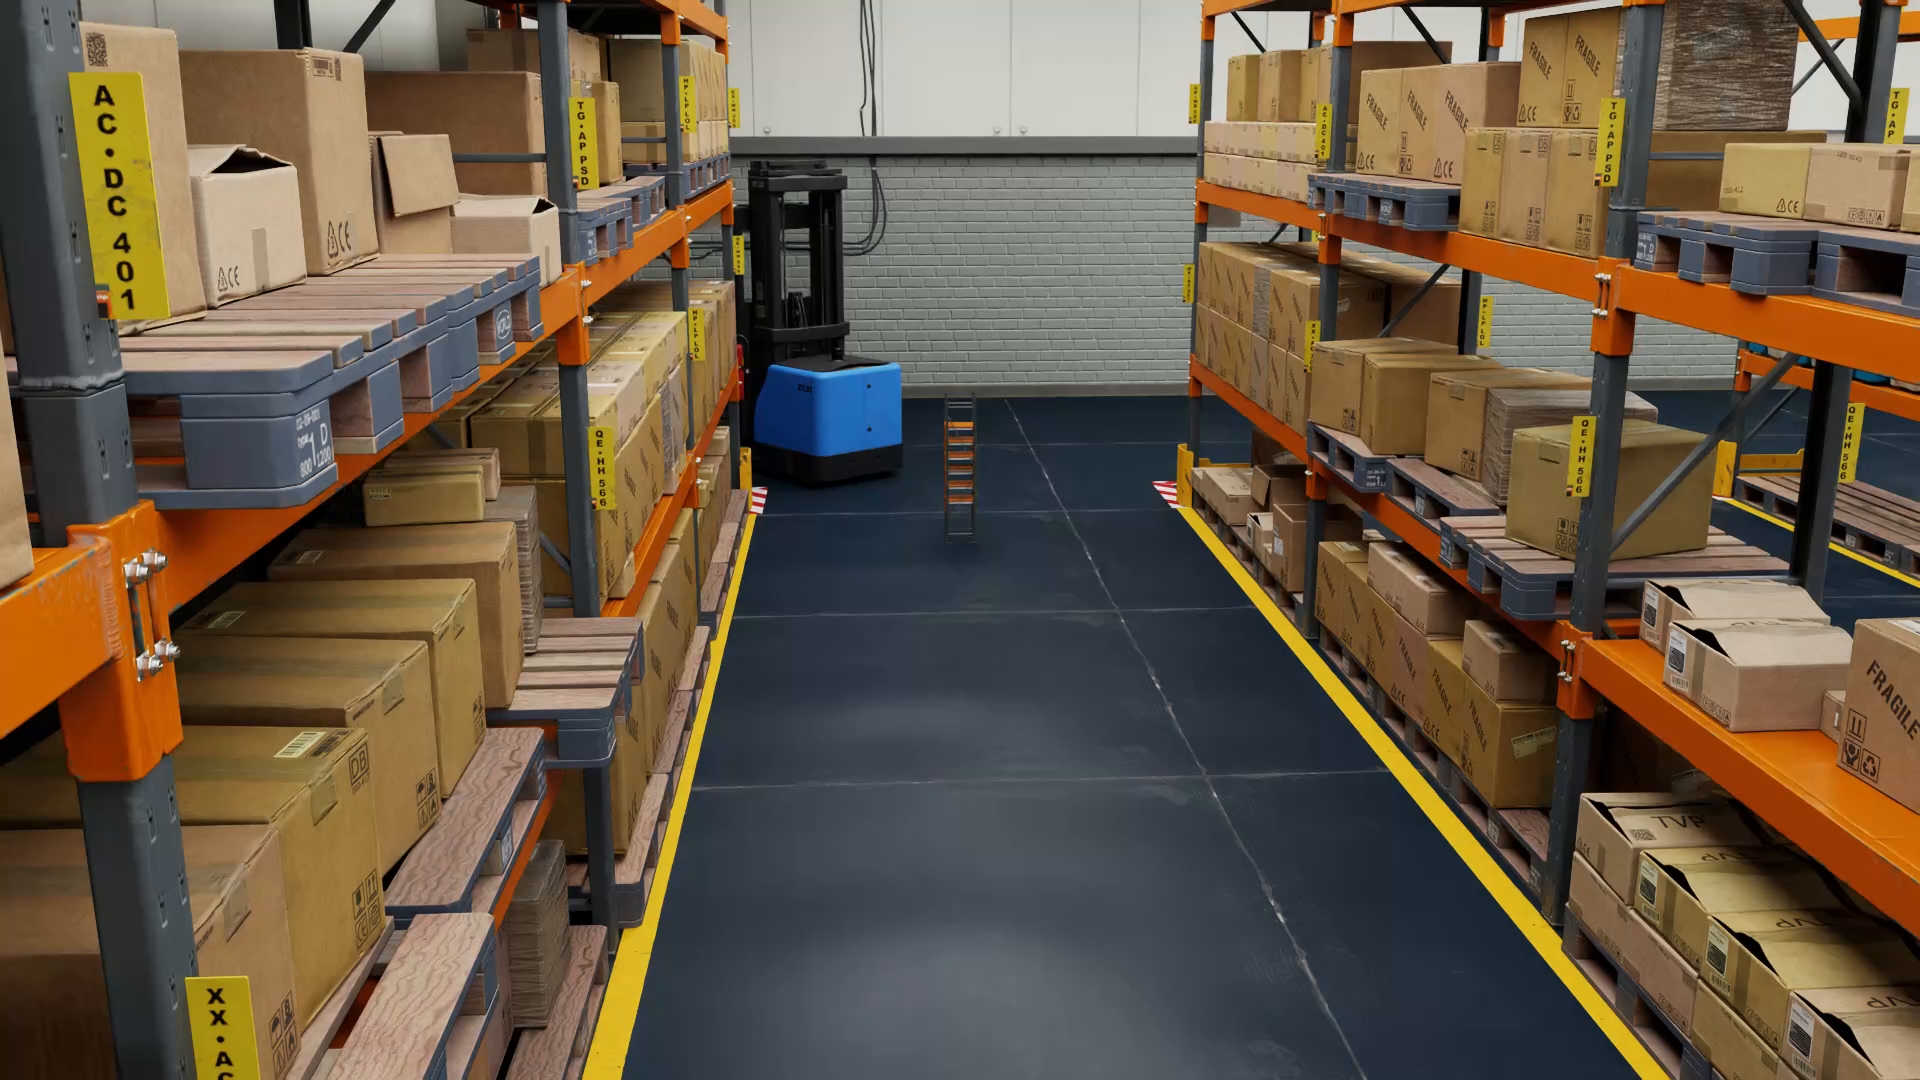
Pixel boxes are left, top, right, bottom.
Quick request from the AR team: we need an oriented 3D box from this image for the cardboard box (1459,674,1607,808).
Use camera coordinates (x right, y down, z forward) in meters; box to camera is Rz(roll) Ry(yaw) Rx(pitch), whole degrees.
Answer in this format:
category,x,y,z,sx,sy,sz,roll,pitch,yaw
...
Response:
category,x,y,z,sx,sy,sz,roll,pitch,yaw
cardboard box,2.728,0.949,7.952,0.500,0.500,0.500,0,14,-1

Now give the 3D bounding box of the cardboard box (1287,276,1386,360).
category,x,y,z,sx,sy,sz,roll,pitch,yaw
cardboard box,2.483,-1.469,11.008,0.500,0.500,0.500,-1,14,-3

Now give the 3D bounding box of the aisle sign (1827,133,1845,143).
category,x,y,z,sx,sy,sz,roll,pitch,yaw
aisle sign,7.757,-3.166,14.595,0.394,0.787,0.004,-1,14,-3

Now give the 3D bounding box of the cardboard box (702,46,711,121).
category,x,y,z,sx,sy,sz,roll,pitch,yaw
cardboard box,-2.010,-3.164,11.537,0.500,0.500,0.500,-1,14,-3

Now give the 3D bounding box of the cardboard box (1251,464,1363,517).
category,x,y,z,sx,sy,sz,roll,pitch,yaw
cardboard box,2.651,-0.286,12.744,0.797,0.503,0.637,-1,14,-3

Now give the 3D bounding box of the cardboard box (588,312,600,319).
category,x,y,z,sx,sy,sz,roll,pitch,yaw
cardboard box,-2.403,-1.184,9.765,0.500,0.250,0.500,0,14,-2

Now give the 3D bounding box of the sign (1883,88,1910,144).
category,x,y,z,sx,sy,sz,roll,pitch,yaw
sign,3.575,-1.568,6.383,0.100,0.325,0.005,-1,14,-3

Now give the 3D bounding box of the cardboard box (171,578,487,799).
category,x,y,z,sx,sy,sz,roll,pitch,yaw
cardboard box,-1.785,0.423,4.781,0.700,0.500,0.500,-1,14,-3

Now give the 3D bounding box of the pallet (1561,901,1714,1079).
category,x,y,z,sx,sy,sz,roll,pitch,yaw
pallet,3.032,1.736,6.355,1.003,0.211,1.213,-1,14,-3

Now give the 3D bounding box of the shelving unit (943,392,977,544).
category,x,y,z,sx,sy,sz,roll,pitch,yaw
shelving unit,0.001,-0.577,13.363,0.258,1.200,0.189,-1,14,-3

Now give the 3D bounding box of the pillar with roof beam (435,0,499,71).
category,x,y,z,sx,sy,sz,roll,pitch,yaw
pillar with roof beam,1.219,-3.870,10.506,9.100,9.000,0.400,-1,14,-3

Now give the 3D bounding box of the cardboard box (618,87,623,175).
category,x,y,z,sx,sy,sz,roll,pitch,yaw
cardboard box,-2.227,-2.231,9.073,0.700,0.500,0.500,-2,15,-6

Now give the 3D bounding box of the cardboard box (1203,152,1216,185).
category,x,y,z,sx,sy,sz,roll,pitch,yaw
cardboard box,2.303,-3.058,13.671,0.500,0.250,0.500,-1,14,-3

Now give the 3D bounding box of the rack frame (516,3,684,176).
category,x,y,z,sx,sy,sz,roll,pitch,yaw
rack frame,-2.171,-3.642,9.623,1.000,3.000,0.127,-1,14,-3

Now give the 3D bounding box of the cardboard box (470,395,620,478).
category,x,y,z,sx,sy,sz,roll,pitch,yaw
cardboard box,-1.696,-0.432,6.841,0.500,0.250,0.500,-1,14,-2

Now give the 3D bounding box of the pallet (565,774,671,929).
category,x,y,z,sx,sy,sz,roll,pitch,yaw
pallet,-1.897,1.411,7.619,1.003,0.211,1.213,-1,14,-3

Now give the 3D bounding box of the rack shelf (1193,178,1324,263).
category,x,y,z,sx,sy,sz,roll,pitch,yaw
rack shelf,2.649,-2.416,12.321,1.077,0.370,4.000,-1,14,-3

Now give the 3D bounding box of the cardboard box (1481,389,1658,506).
category,x,y,z,sx,sy,sz,roll,pitch,yaw
cardboard box,3.003,-0.457,8.238,0.700,0.500,0.500,2,15,7

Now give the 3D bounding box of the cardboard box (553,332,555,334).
category,x,y,z,sx,sy,sz,roll,pitch,yaw
cardboard box,-2.364,-1.054,9.260,0.500,0.250,0.500,-1,14,-3

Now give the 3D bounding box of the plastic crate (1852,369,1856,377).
category,x,y,z,sx,sy,sz,roll,pitch,yaw
plastic crate,7.237,-1.439,13.314,0.416,0.233,0.300,-1,14,-3

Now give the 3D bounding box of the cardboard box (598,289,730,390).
category,x,y,z,sx,sy,sz,roll,pitch,yaw
cardboard box,-2.322,-1.570,13.005,0.980,0.700,0.700,-1,14,-4

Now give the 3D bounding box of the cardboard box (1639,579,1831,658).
category,x,y,z,sx,sy,sz,roll,pitch,yaw
cardboard box,2.999,0.315,6.462,0.500,0.311,0.500,0,14,0

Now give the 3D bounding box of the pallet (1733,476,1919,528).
category,x,y,z,sx,sy,sz,roll,pitch,yaw
pallet,7.481,-0.329,14.380,1.003,0.211,1.213,-1,14,-3

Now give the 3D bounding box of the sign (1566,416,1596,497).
category,x,y,z,sx,sy,sz,roll,pitch,yaw
sign,2.479,-0.331,6.629,0.100,0.325,0.005,-1,14,-3

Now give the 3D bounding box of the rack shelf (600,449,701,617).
category,x,y,z,sx,sy,sz,roll,pitch,yaw
rack shelf,-2.048,0.109,8.527,1.077,0.370,4.000,-1,14,-3

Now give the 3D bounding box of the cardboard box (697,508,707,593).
category,x,y,z,sx,sy,sz,roll,pitch,yaw
cardboard box,-2.115,0.083,11.359,0.700,0.500,0.500,-1,14,-3

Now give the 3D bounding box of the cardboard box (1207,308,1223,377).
category,x,y,z,sx,sy,sz,roll,pitch,yaw
cardboard box,2.326,-1.615,13.583,0.500,0.500,0.500,-1,14,-4

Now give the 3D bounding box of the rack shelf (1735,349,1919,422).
category,x,y,z,sx,sy,sz,roll,pitch,yaw
rack shelf,7.593,-1.039,12.988,1.077,0.370,4.000,-1,14,-3

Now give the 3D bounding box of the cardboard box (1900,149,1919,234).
category,x,y,z,sx,sy,sz,roll,pitch,yaw
cardboard box,3.179,-1.018,4.903,0.500,0.250,0.500,-1,14,-5

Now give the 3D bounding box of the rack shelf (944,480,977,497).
category,x,y,z,sx,sy,sz,roll,pitch,yaw
rack shelf,0.001,-0.418,13.404,0.258,0.103,0.180,-1,14,-3

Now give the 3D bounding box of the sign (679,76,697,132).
category,x,y,z,sx,sy,sz,roll,pitch,yaw
sign,-1.631,-2.603,9.935,0.100,0.325,0.005,-1,14,-3

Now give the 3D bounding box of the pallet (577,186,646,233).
category,x,y,z,sx,sy,sz,roll,pitch,yaw
pallet,-2.089,-1.541,7.854,1.003,0.211,1.213,0,14,-1

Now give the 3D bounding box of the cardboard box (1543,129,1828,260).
category,x,y,z,sx,sy,sz,roll,pitch,yaw
cardboard box,2.960,-1.429,6.839,0.910,0.500,0.500,-1,14,-3

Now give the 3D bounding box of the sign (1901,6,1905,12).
category,x,y,z,sx,sy,sz,roll,pitch,yaw
sign,8.017,-4.646,14.173,0.100,0.325,0.005,-1,14,-3

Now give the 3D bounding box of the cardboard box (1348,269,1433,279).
category,x,y,z,sx,sy,sz,roll,pitch,yaw
cardboard box,2.992,-1.597,11.506,0.500,0.500,0.500,-1,14,-5

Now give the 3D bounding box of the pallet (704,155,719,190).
category,x,y,z,sx,sy,sz,roll,pitch,yaw
pallet,-2.284,-2.653,11.976,1.003,0.211,1.213,-1,14,-3

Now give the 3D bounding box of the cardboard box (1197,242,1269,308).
category,x,y,z,sx,sy,sz,roll,pitch,yaw
cardboard box,2.289,-2.227,13.956,0.500,0.500,0.500,0,14,-2

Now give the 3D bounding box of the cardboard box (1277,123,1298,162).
category,x,y,z,sx,sy,sz,roll,pitch,yaw
cardboard box,2.444,-2.678,11.192,0.500,0.250,0.500,-1,14,-3

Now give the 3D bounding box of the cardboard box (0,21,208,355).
category,x,y,z,sx,sy,sz,roll,pitch,yaw
cardboard box,-1.630,-0.589,2.733,0.500,0.500,0.500,1,14,5

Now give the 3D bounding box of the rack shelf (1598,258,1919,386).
category,x,y,z,sx,sy,sz,roll,pitch,yaw
rack shelf,3.144,-0.426,4.588,1.077,0.370,4.000,-1,14,-3

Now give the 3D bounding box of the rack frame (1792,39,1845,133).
category,x,y,z,sx,sy,sz,roll,pitch,yaw
rack frame,7.469,-4.790,14.084,1.000,3.000,0.127,-1,14,-3

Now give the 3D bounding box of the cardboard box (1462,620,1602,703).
category,x,y,z,sx,sy,sz,roll,pitch,yaw
cardboard box,2.720,0.572,7.913,0.500,0.250,0.500,0,14,-1

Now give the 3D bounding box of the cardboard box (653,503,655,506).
category,x,y,z,sx,sy,sz,roll,pitch,yaw
cardboard box,-1.833,-0.229,8.859,0.380,0.149,0.250,-1,14,-5

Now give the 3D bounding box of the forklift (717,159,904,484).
category,x,y,z,sx,sy,sz,roll,pitch,yaw
forklift,-1.902,-2.240,16.349,1.130,2.935,3.031,-13,19,-41

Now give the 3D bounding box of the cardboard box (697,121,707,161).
category,x,y,z,sx,sy,sz,roll,pitch,yaw
cardboard box,-1.969,-2.672,11.128,0.500,0.250,0.500,-1,14,-5

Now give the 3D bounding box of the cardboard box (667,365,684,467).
category,x,y,z,sx,sy,sz,roll,pitch,yaw
cardboard box,-1.850,-0.701,9.395,0.500,0.500,0.500,-1,14,-3

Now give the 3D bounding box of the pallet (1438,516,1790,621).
category,x,y,z,sx,sy,sz,roll,pitch,yaw
pallet,2.908,0.106,7.480,1.213,0.211,1.003,-1,14,-3

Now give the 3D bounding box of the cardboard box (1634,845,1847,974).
category,x,y,z,sx,sy,sz,roll,pitch,yaw
cardboard box,2.801,1.302,5.995,0.500,0.311,0.500,-1,14,-5

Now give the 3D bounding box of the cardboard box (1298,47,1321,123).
category,x,y,z,sx,sy,sz,roll,pitch,yaw
cardboard box,2.778,-3.171,11.603,0.700,0.500,0.500,-1,14,-3

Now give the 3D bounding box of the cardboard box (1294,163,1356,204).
category,x,y,z,sx,sy,sz,roll,pitch,yaw
cardboard box,2.477,-2.311,10.771,0.500,0.250,0.500,-1,14,-3

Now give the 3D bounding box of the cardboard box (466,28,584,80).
category,x,y,z,sx,sy,sz,roll,pitch,yaw
cardboard box,-2.199,-2.456,8.445,0.500,0.250,0.500,-1,14,-5

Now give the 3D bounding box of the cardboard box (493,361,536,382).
category,x,y,z,sx,sy,sz,roll,pitch,yaw
cardboard box,-2.268,-0.673,7.779,0.500,0.250,0.500,-1,14,-5
